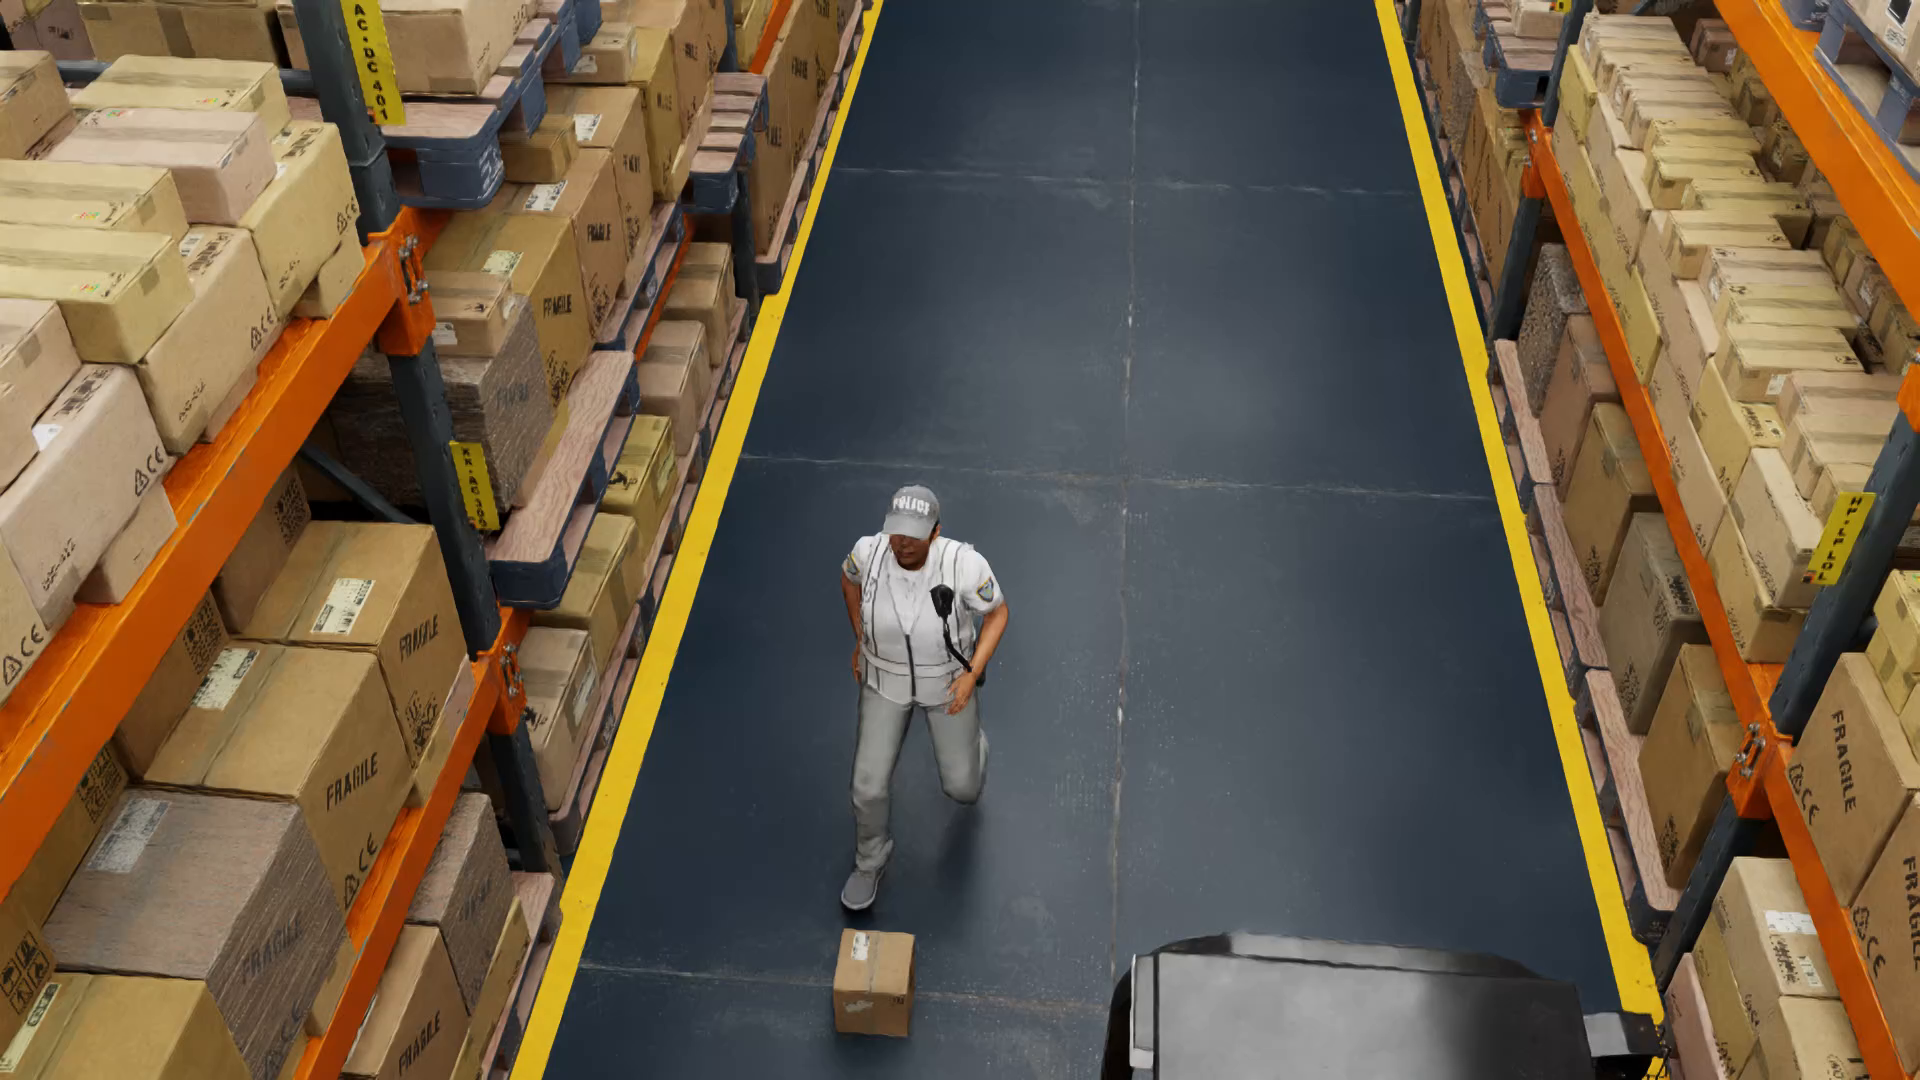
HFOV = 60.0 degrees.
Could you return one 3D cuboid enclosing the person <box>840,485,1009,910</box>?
[{"bbox_3d":[-0.151,0.553,5.840,0.612,1.572,0.763,3,40,4],"label":"person"}]
